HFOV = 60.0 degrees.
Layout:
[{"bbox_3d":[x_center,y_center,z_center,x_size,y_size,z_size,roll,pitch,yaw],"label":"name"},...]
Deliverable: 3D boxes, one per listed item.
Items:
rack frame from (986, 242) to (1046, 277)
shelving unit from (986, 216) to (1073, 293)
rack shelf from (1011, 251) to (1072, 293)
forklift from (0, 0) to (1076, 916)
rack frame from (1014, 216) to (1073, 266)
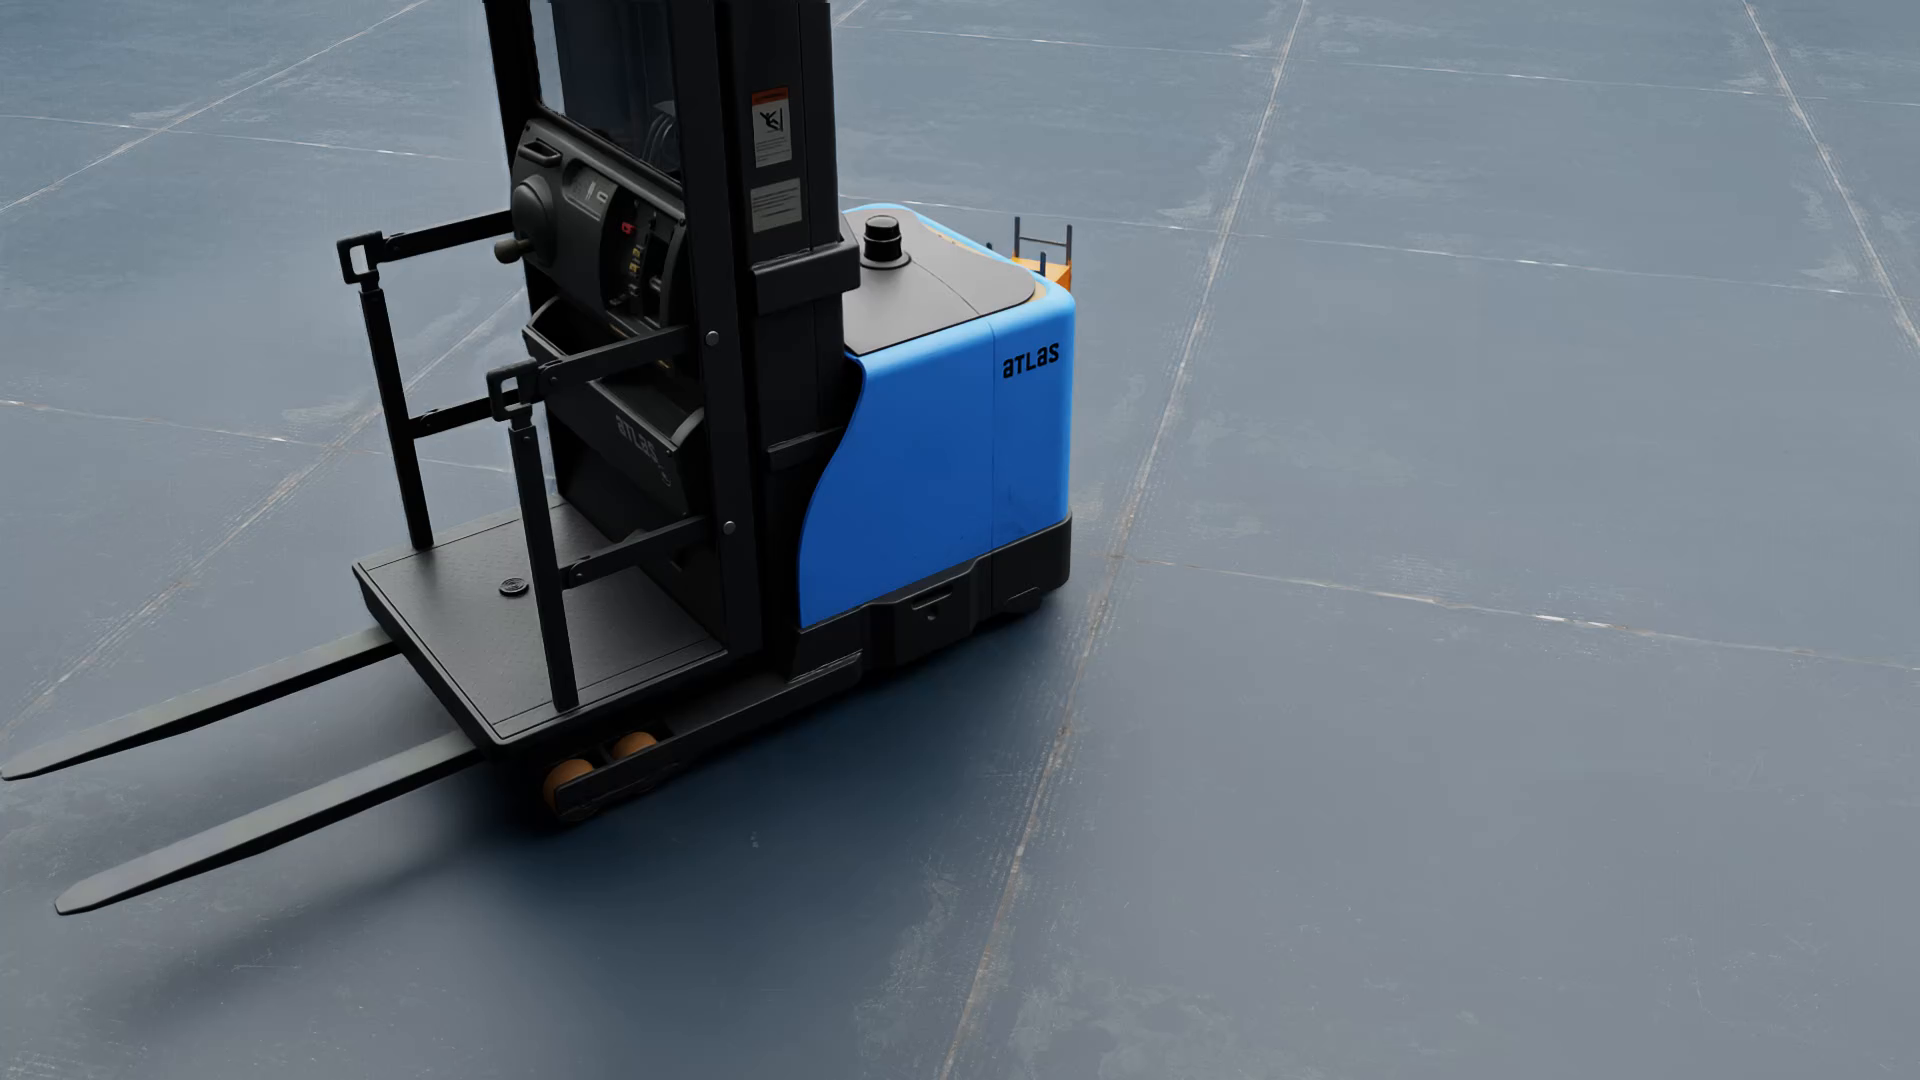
[{"bbox_3d":[0.177,-0.479,5.525,0.200,1.050,0.008,13,35,19],"label":"rack frame"},{"bbox_3d":[0.225,-0.539,5.620,0.215,1.050,0.252,13,35,19],"label":"shelving unit"},{"bbox_3d":[0.225,-0.770,5.473,0.215,0.259,0.240,13,35,19],"label":"rack shelf"},{"bbox_3d":[-1.124,-0.792,4.263,3.031,2.935,1.130,-22,39,-30],"label":"forklift"},{"bbox_3d":[0.273,-0.600,5.715,0.200,1.050,0.008,13,35,19],"label":"rack frame"}]
